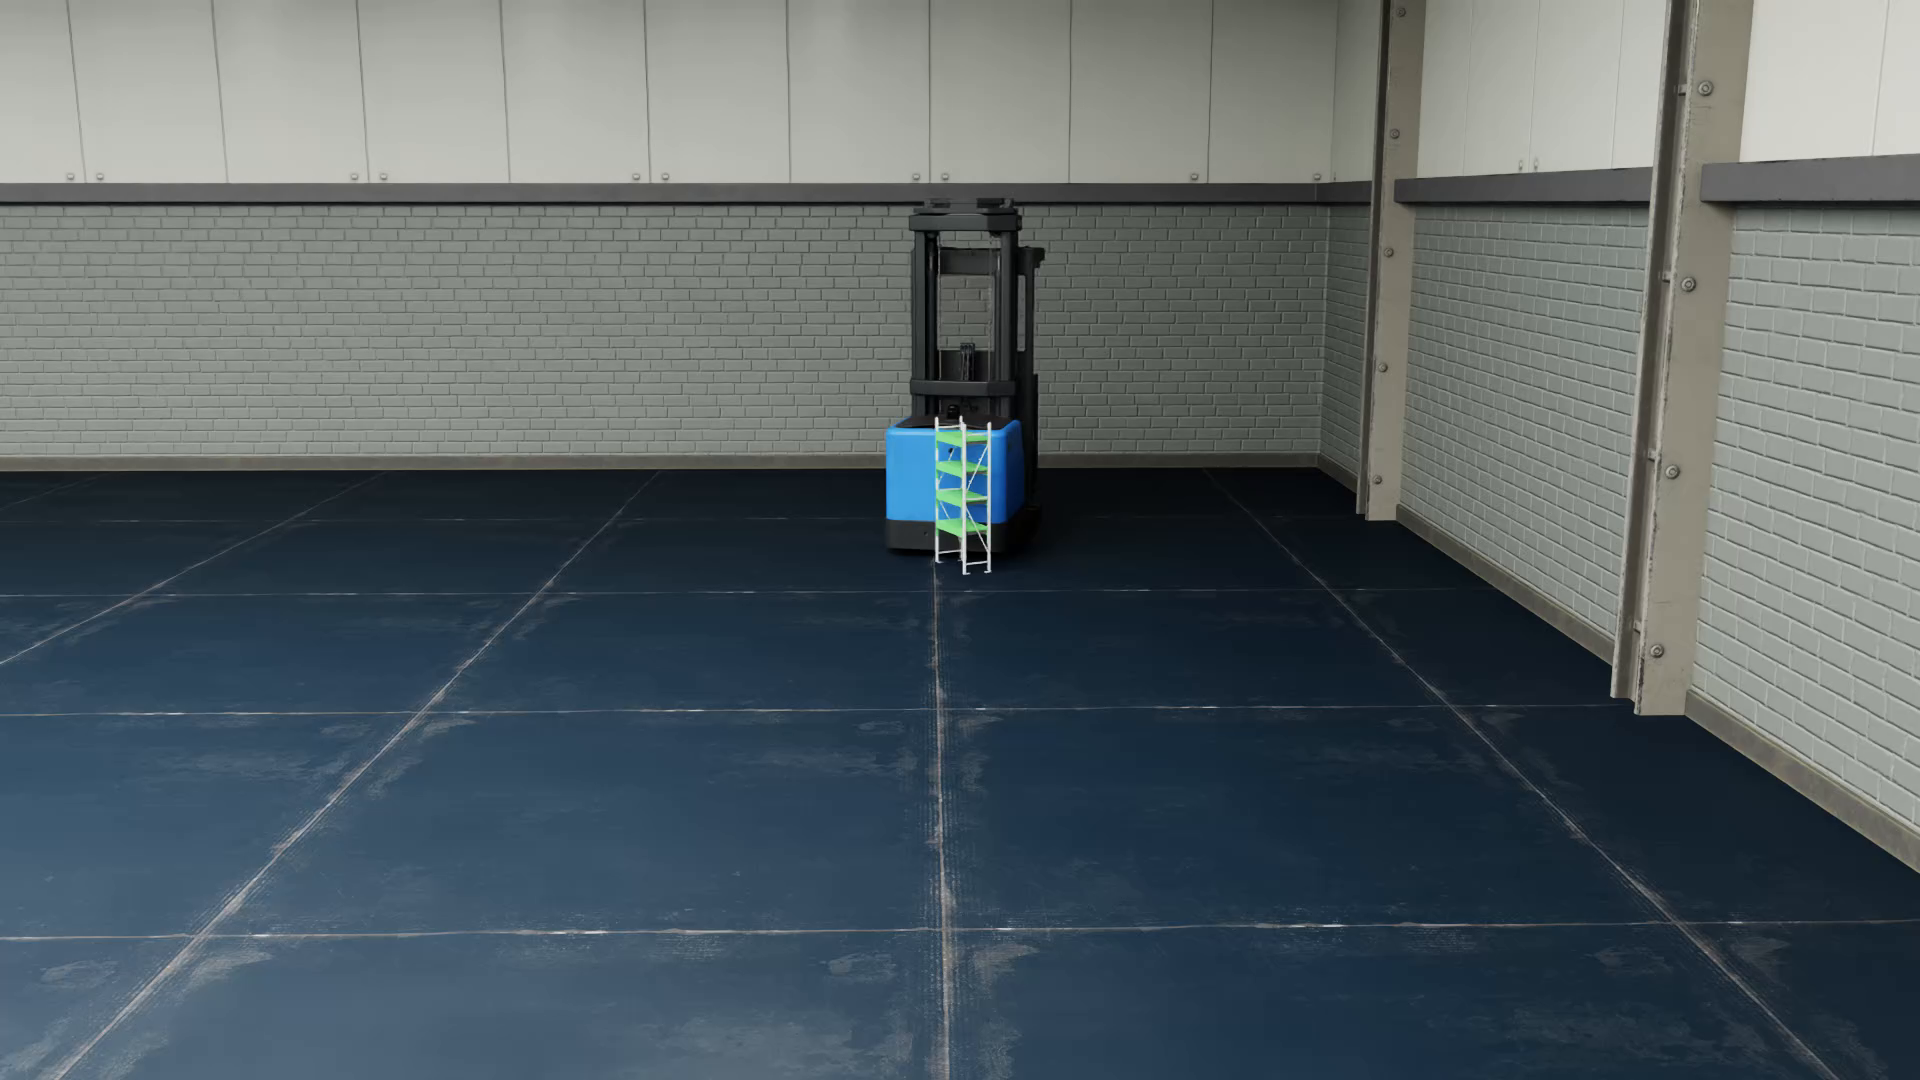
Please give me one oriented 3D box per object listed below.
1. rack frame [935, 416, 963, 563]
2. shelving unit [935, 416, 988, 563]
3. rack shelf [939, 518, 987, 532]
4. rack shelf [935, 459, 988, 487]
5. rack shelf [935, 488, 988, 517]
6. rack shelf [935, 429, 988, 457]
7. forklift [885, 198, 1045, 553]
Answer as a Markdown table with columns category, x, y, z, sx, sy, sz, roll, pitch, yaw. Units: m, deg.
| category | x | y | z | sx | sy | sz | roll | pitch | yaw |
| --- | --- | --- | --- | --- | --- | --- | --- | --- | --- |
| rack frame | -0.089 | -0.410 | 13.564 | 0.240 | 1.200 | 0.015 | -6 | 13 | -26 |
| shelving unit | 0.020 | -0.368 | 13.356 | 0.258 | 1.200 | 0.492 | -6 | 13 | -26 |
| rack shelf | 0.022 | -0.122 | 13.401 | 0.221 | 0.021 | 0.457 | -6 | 13 | -26 |
| rack shelf | 0.022 | -0.540 | 13.316 | 0.258 | 0.148 | 0.480 | -6 | 13 | -26 |
| rack shelf | 0.022 | -0.305 | 13.364 | 0.258 | 0.148 | 0.480 | -6 | 13 | -26 |
| rack shelf | 0.022 | -0.775 | 13.269 | 0.258 | 0.148 | 0.480 | -6 | 13 | -26 |
| forklift | 0.158 | -1.576 | 14.954 | 1.130 | 2.935 | 3.031 | 2 | 12 | 11 |
